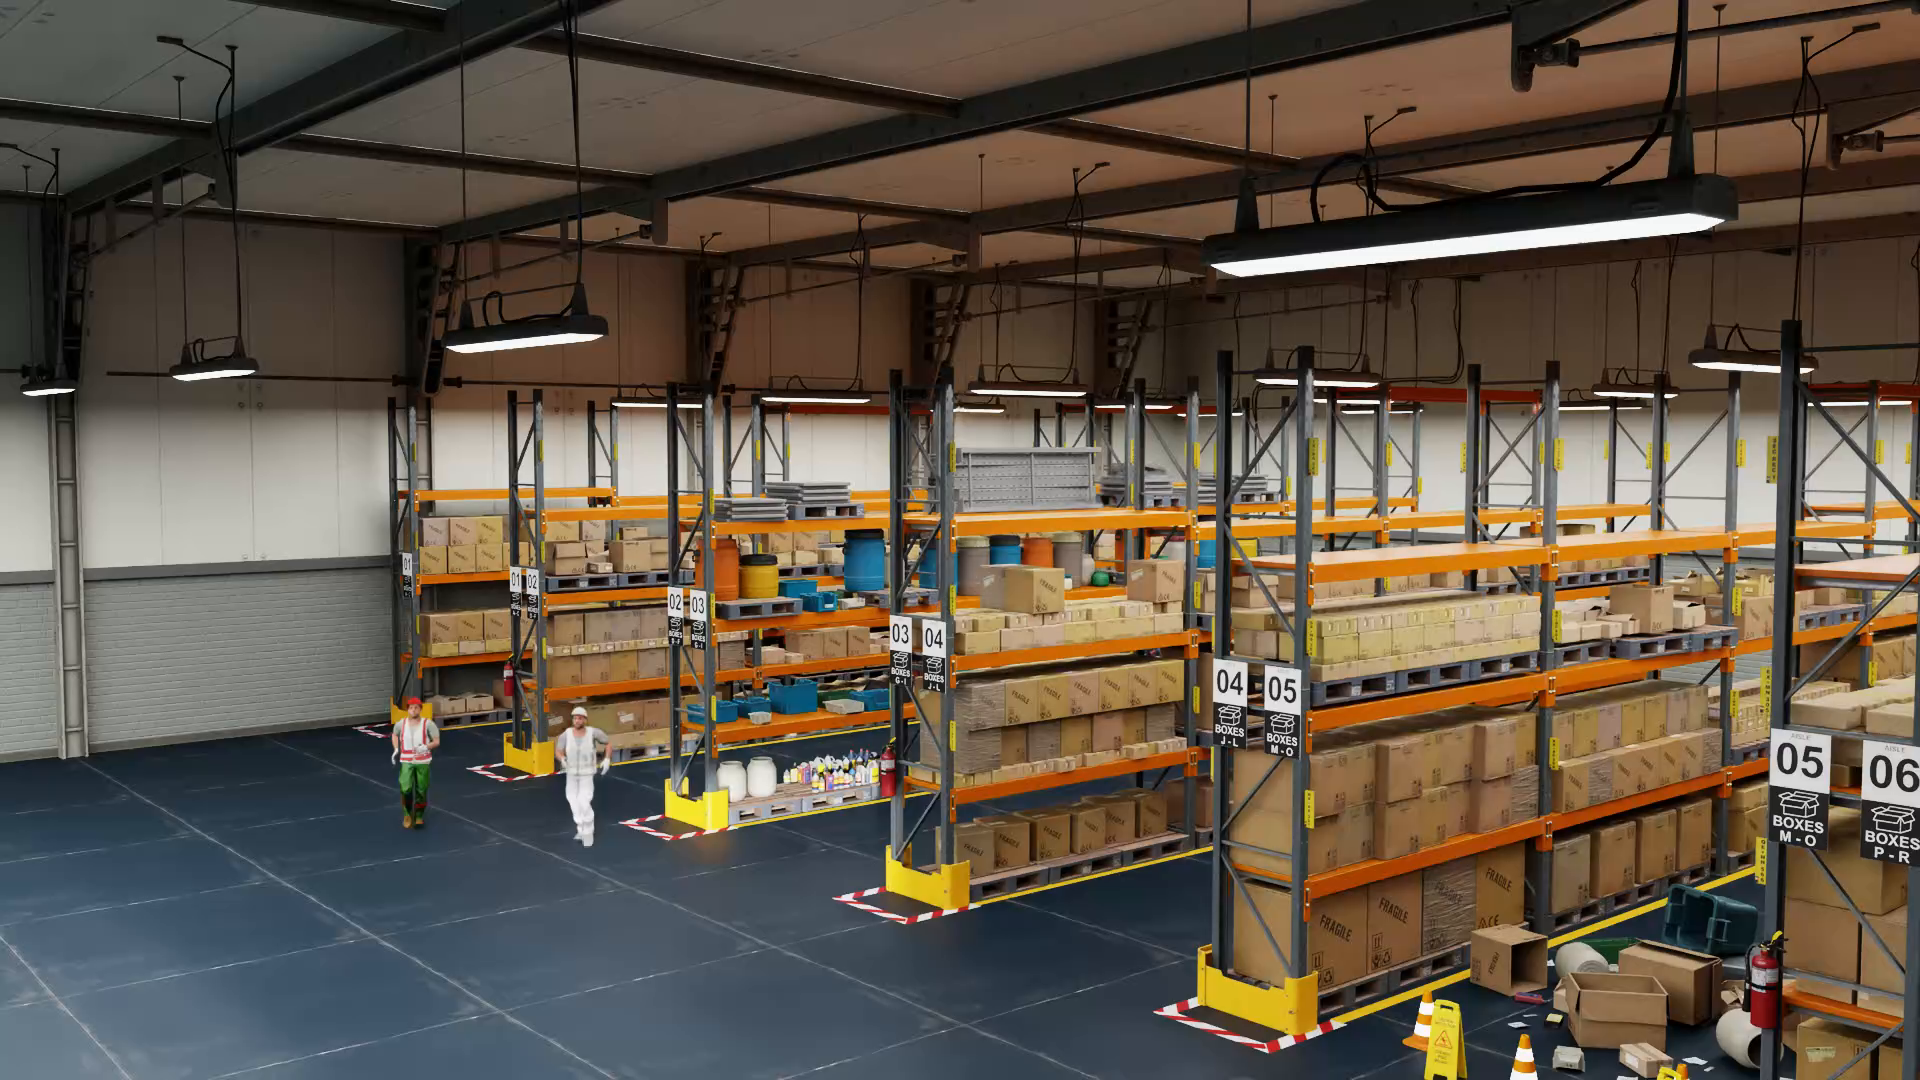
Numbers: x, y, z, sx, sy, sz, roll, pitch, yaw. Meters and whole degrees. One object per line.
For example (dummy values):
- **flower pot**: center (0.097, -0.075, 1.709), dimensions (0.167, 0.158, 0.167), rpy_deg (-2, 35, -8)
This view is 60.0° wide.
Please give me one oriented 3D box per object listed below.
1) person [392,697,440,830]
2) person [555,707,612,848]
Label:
- **person**: center (-7.248, 2.971, 22.144), dimensions (0.638, 1.753, 0.666), rpy_deg (-1, 3, -13)
- **person**: center (-4.848, 3.042, 21.312), dimensions (0.683, 1.814, 0.721), rpy_deg (0, 3, 3)
